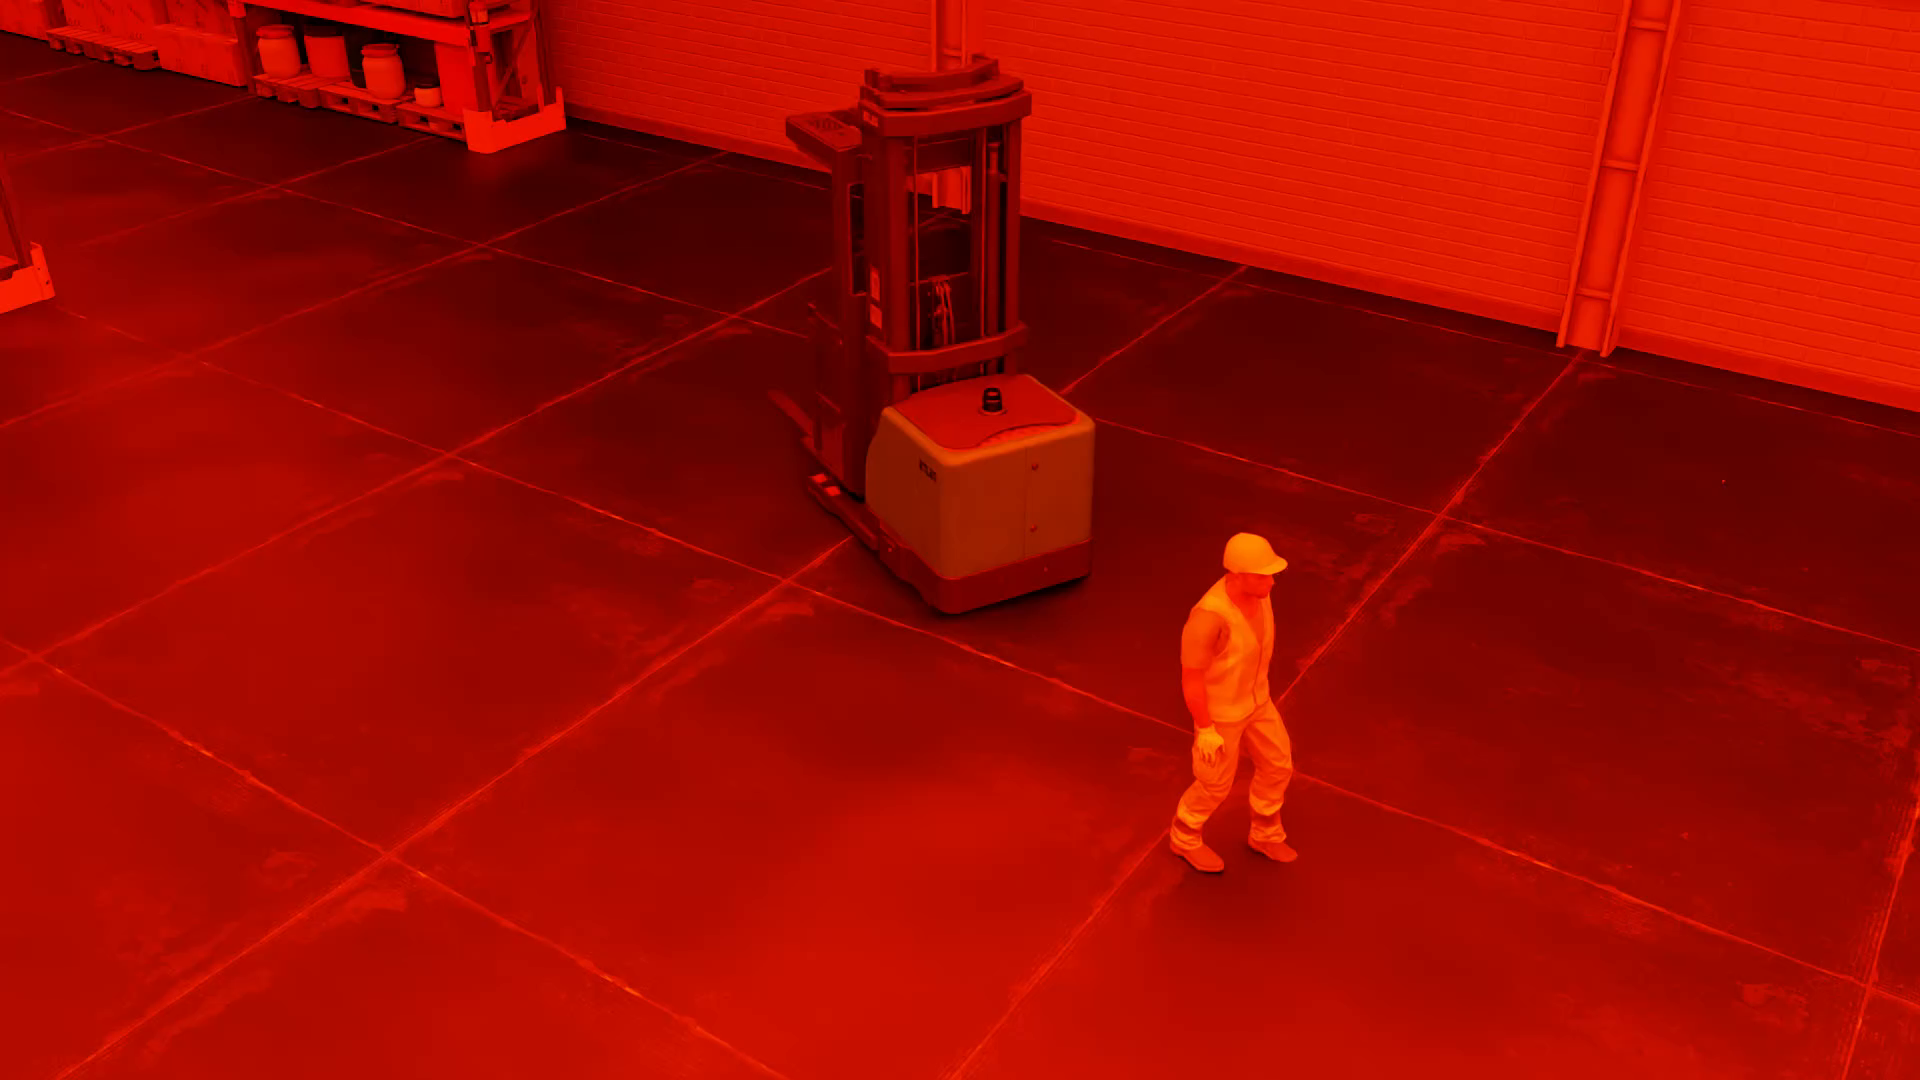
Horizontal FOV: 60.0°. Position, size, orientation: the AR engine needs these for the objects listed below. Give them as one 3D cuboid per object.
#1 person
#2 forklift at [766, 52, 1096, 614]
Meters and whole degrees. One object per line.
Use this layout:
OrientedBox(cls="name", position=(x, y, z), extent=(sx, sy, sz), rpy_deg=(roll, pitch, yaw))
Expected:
OrientedBox(cls="person", position=(1.263, 0.787, 7.444), extent=(0.546, 1.826, 0.634), rpy_deg=(25, 38, 36))
OrientedBox(cls="forklift", position=(-0.358, -1.550, 10.250), extent=(1.130, 2.935, 3.031), rpy_deg=(-16, 34, -25))
